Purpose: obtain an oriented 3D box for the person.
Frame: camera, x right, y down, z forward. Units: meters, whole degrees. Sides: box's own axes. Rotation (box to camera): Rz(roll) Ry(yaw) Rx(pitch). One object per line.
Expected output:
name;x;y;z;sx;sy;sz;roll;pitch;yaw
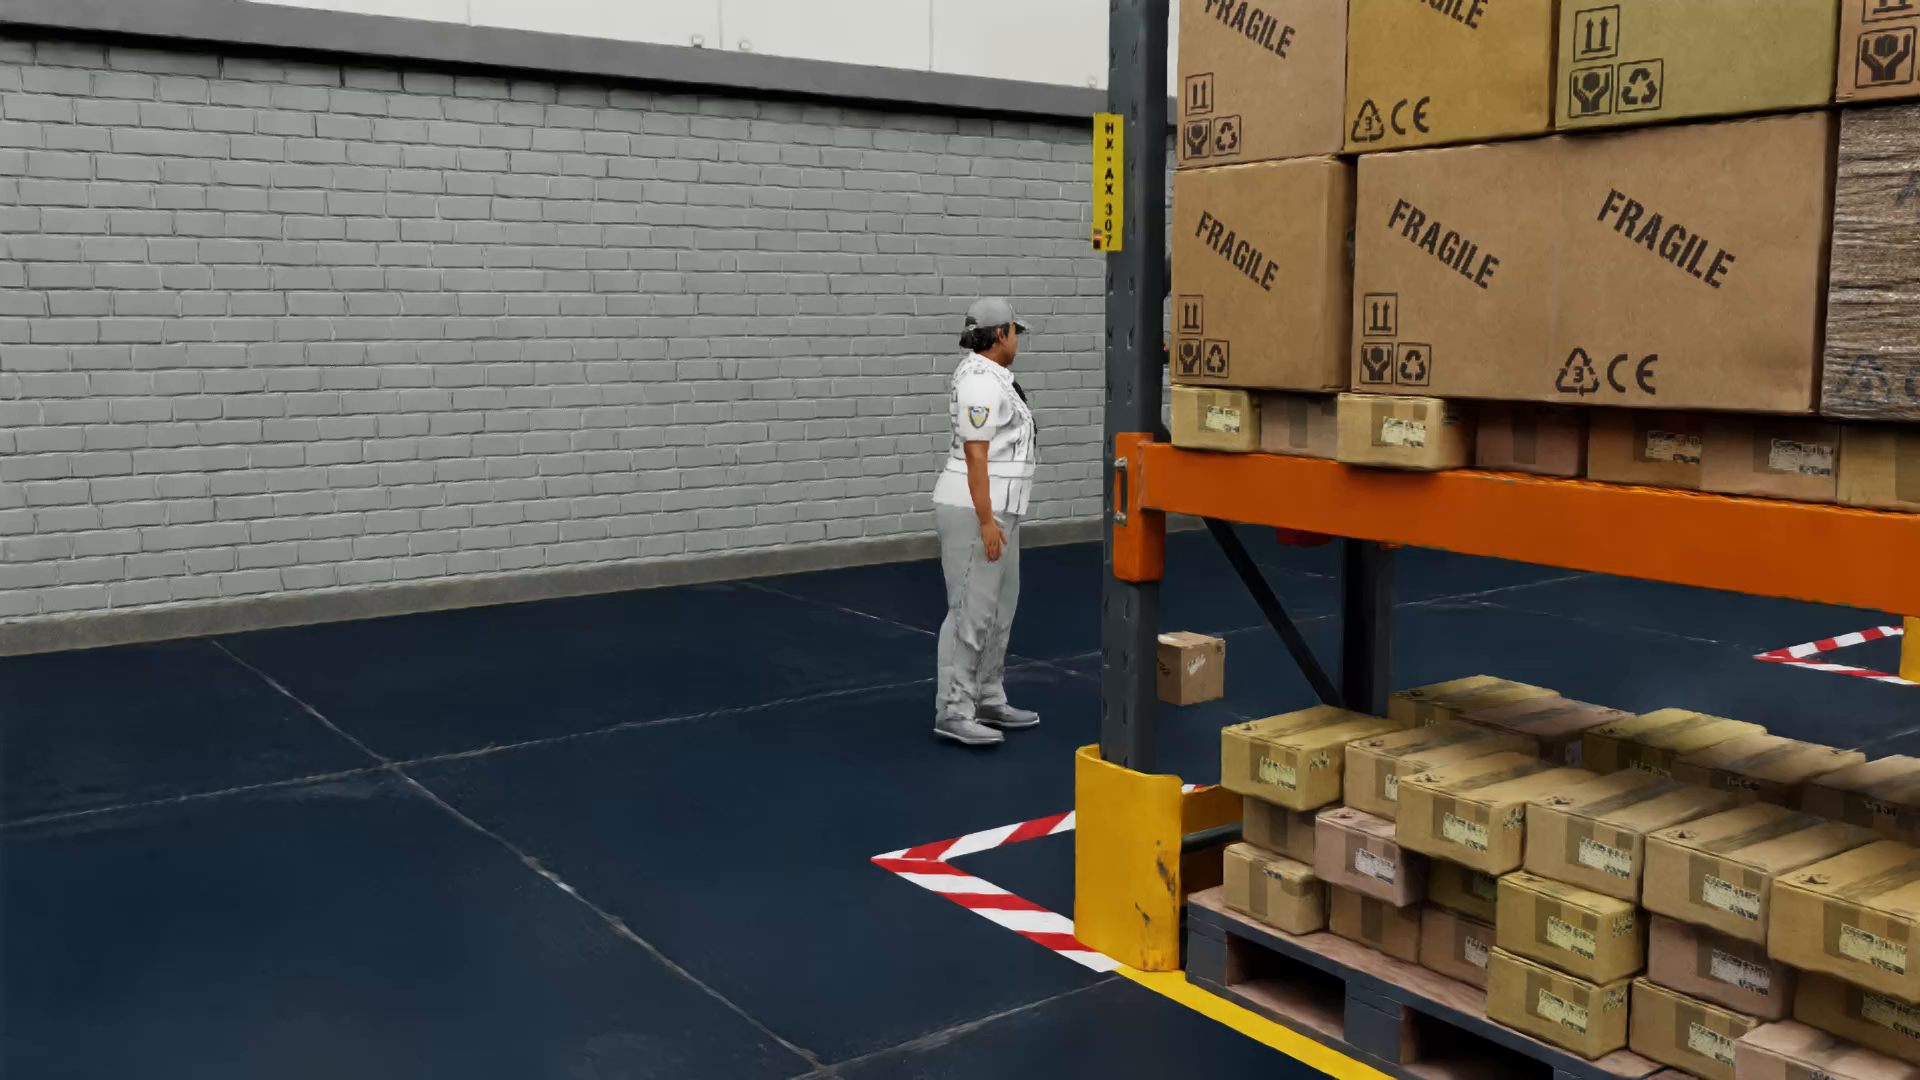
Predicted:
person;0.098;-0.082;6.317;0.409;1.670;0.526;1;8;6
